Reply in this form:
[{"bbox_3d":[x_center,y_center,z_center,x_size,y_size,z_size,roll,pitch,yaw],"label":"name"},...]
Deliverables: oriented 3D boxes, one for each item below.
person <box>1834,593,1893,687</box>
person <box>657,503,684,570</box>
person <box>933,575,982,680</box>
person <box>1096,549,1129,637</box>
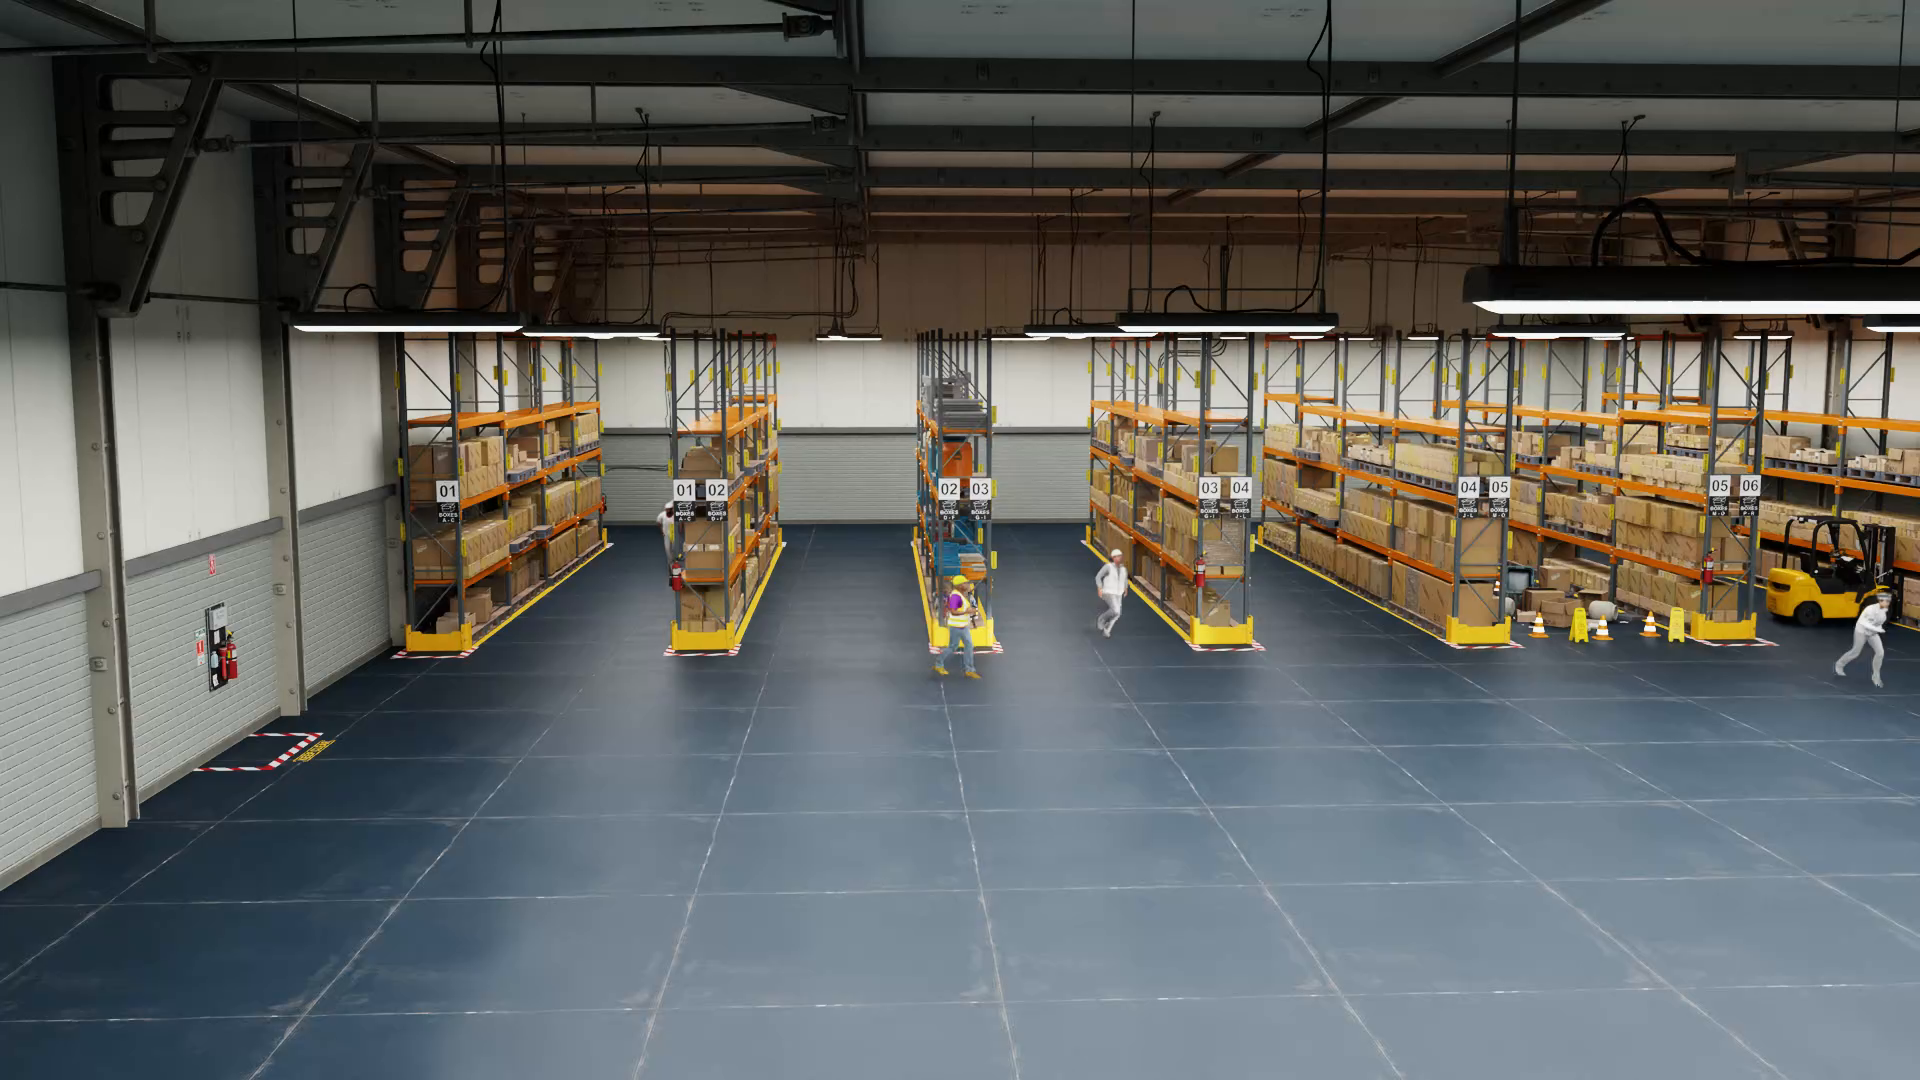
[{"bbox_3d":[15.324,1.651,28.210,0.658,1.613,0.967,-3,7,-24],"label":"person"},{"bbox_3d":[-7.400,-0.123,42.565,0.673,1.707,0.872,0,7,1],"label":"person"},{"bbox_3d":[-0.058,1.504,28.410,0.869,1.806,0.670,2,7,18],"label":"person"},{"bbox_3d":[3.058,1.042,32.607,0.684,1.700,0.527,-4,8,-28],"label":"person"}]
